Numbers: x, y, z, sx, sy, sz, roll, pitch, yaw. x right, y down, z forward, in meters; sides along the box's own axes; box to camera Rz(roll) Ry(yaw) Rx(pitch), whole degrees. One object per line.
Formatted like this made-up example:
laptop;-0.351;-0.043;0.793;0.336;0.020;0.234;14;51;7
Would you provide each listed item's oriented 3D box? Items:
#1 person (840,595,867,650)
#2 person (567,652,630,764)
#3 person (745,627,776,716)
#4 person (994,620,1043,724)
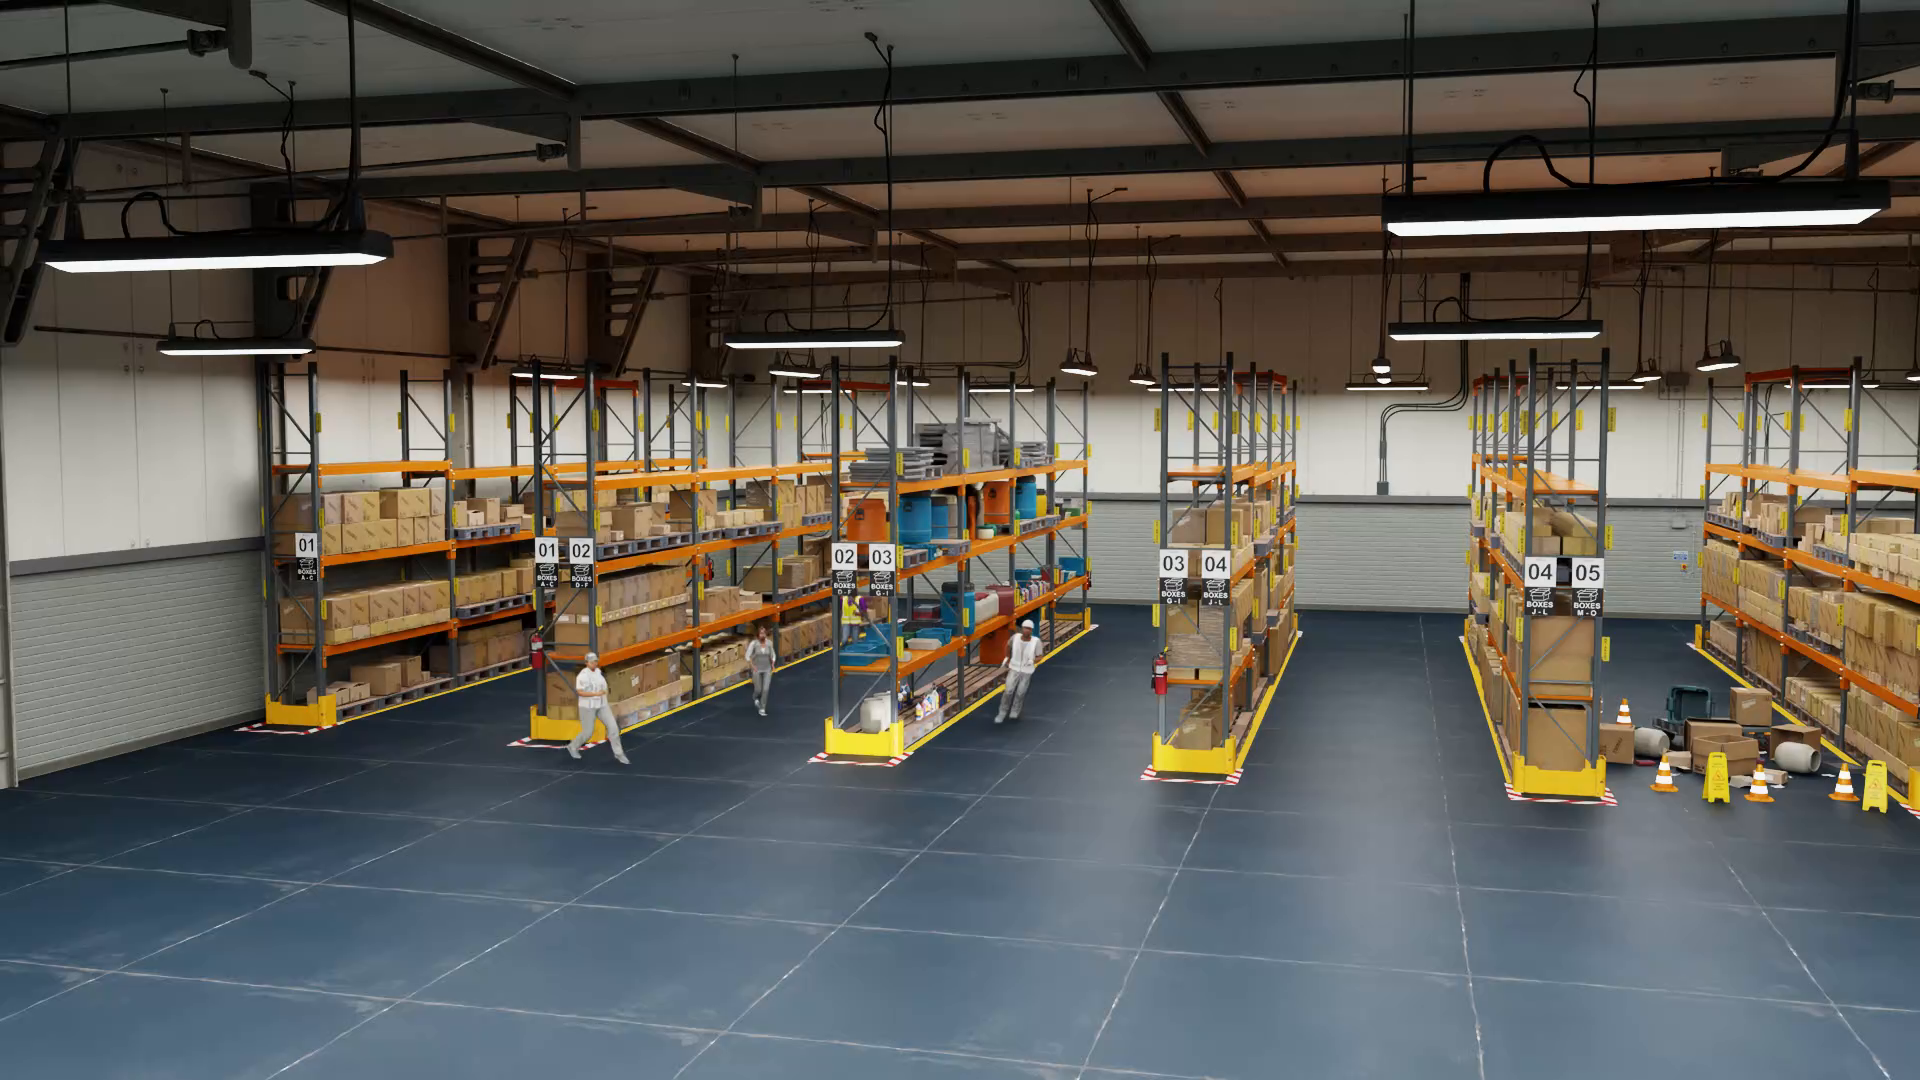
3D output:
person;-2.230;1.743;33.863;0.679;1.789;0.718;0;4;1
person;-5.391;2.469;24.434;0.933;1.662;0.640;3;5;34
person;-3.425;2.239;28.528;0.539;1.534;0.578;-1;4;-17
person;0.978;2.171;27.609;0.805;1.722;0.802;0;4;6
